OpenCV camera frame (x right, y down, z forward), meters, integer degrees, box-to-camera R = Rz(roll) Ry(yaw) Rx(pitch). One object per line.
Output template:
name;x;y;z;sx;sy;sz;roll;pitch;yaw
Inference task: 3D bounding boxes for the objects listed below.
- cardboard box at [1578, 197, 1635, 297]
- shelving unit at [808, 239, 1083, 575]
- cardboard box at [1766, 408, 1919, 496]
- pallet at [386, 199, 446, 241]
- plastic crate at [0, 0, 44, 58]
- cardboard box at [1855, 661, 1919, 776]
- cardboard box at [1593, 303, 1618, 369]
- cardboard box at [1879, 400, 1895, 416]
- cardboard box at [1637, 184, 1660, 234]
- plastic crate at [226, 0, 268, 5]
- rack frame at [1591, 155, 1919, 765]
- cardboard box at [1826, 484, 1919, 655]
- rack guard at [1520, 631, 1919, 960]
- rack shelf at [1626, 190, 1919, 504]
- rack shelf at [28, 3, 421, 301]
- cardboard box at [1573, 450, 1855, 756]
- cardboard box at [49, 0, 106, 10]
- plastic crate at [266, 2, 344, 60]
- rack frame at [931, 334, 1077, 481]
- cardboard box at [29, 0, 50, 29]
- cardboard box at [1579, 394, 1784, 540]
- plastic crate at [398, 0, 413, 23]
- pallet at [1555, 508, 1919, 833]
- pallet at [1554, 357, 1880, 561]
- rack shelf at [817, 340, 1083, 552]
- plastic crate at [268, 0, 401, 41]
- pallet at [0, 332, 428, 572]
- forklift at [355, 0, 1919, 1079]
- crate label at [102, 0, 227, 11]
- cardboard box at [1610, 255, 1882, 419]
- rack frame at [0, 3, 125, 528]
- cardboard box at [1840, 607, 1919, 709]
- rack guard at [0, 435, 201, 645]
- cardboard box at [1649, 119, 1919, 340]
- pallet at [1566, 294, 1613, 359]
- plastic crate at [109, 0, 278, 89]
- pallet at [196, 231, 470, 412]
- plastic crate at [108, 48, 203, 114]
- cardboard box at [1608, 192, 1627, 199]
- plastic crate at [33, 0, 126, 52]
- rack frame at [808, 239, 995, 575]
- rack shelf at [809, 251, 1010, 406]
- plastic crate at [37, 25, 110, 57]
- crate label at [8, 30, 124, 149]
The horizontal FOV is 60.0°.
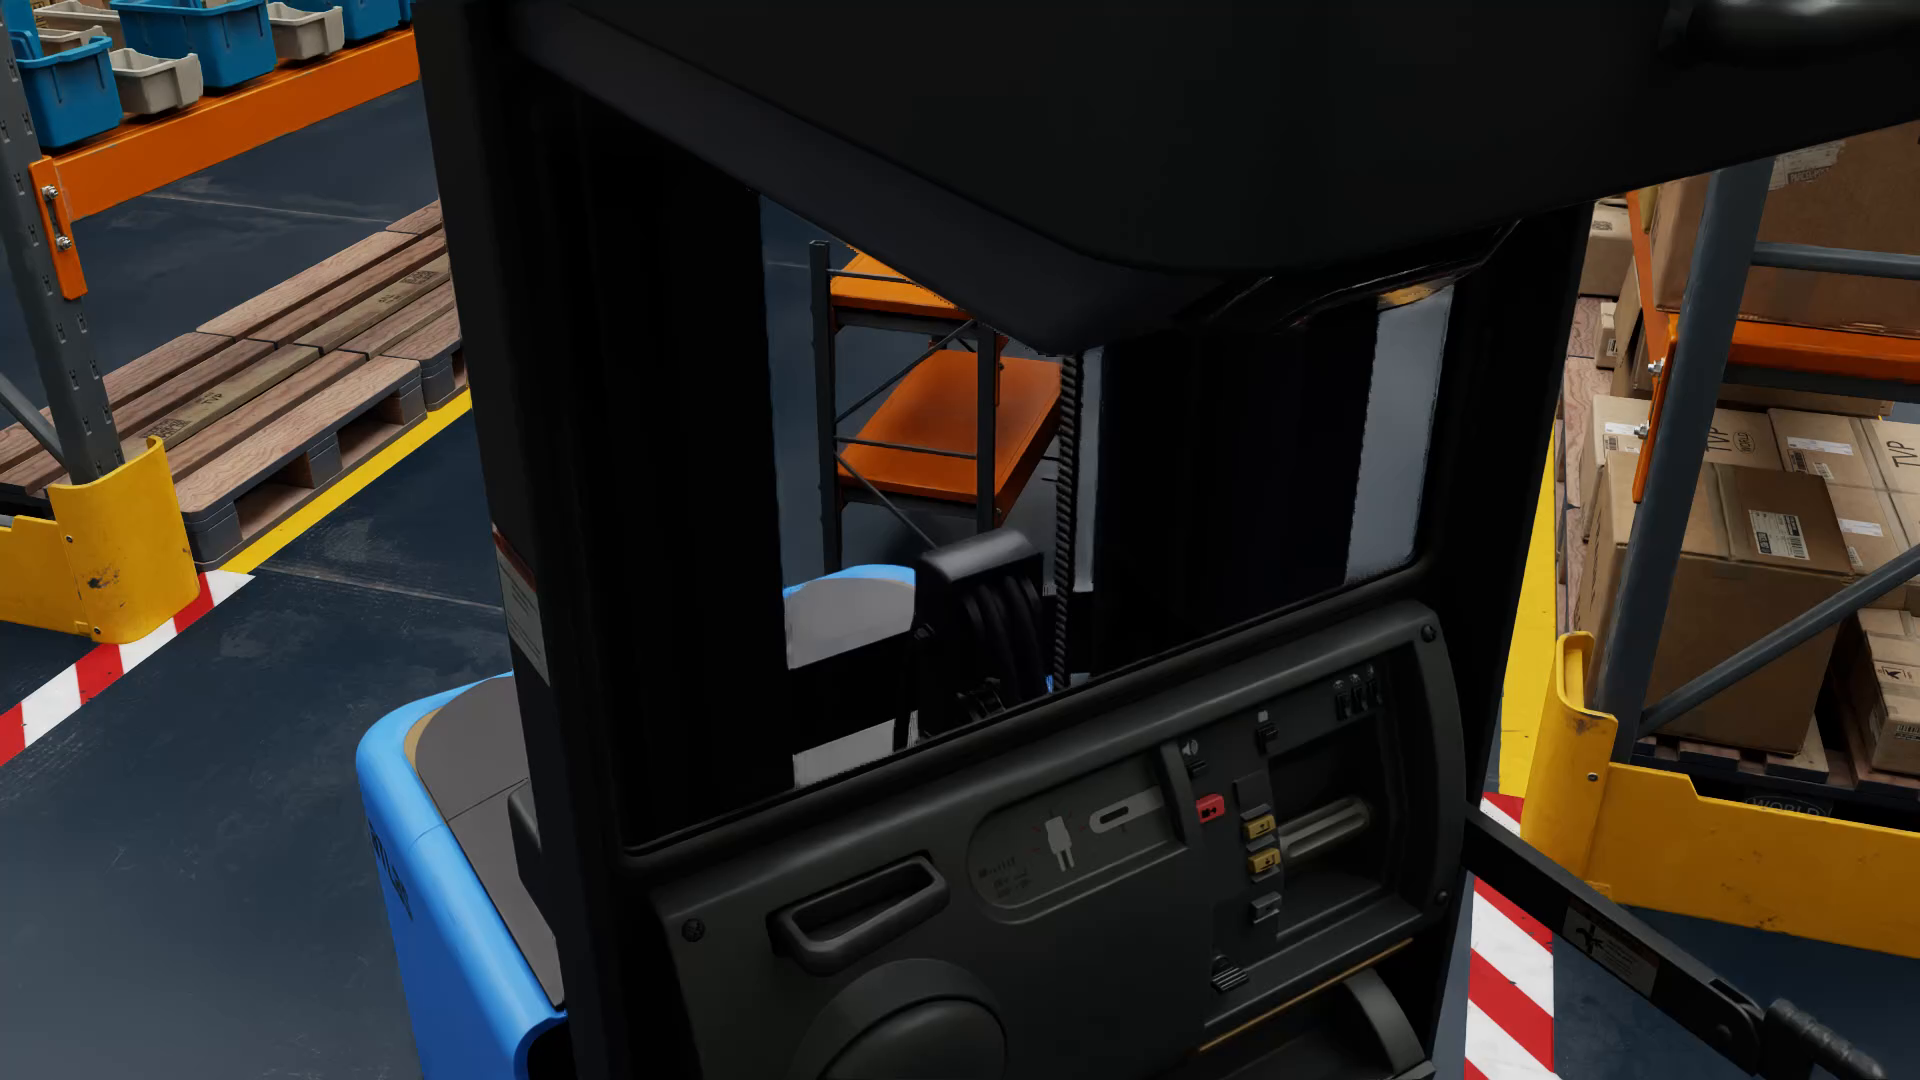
cardboard box;2.716;-1.185;6.608;0.500;0.311;0.500;8;30;15
shelving unit;-0.002;-0.488;4.971;0.538;1.125;1.048;8;30;15
cardboard box;2.596;-0.141;4.793;0.500;0.250;0.500;8;30;15
pallet;-1.867;-1.475;7.683;1.003;0.211;1.213;8;30;15
plastic crate;-2.942;-1.405;4.593;0.616;0.435;0.499;8;30;15
cardboard box;2.323;0.435;3.862;0.380;0.149;0.250;8;30;15
cardboard box;2.472;-0.718;5.918;0.380;0.166;0.250;8;30;15
cardboard box;2.930;-0.695;5.728;0.500;0.311;0.500;8;30;15
cardboard box;1.892;-1.005;3.869;0.500;0.500;0.500;9;30;15
plastic crate;-2.569;-1.903;5.795;0.298;0.136;0.250;8;30;15
rack frame;1.872;-0.473;3.015;1.000;3.000;0.127;8;30;15
cardboard box;2.449;0.092;4.375;0.500;0.250;0.500;8;30;15
rack guard;1.894;0.584;3.686;1.175;0.500;0.348;8;30;15
rack shelf;2.459;-1.088;4.860;1.077;0.370;4.000;8;30;15
rack shelf;-2.275;-1.797;6.134;1.077;0.370;4.000;8;30;15
cardboard box;1.796;0.139;4.033;0.500;0.500;0.500;8;30;15
cardboard box;-5.993;-3.718;10.601;1.225;0.875;0.875;7;30;13
plastic crate;-2.103;-1.613;5.273;0.250;0.136;0.298;8;30;15
rack frame;0.147;-0.725;5.396;0.500;1.125;0.032;8;30;15
cardboard box;-6.254;-3.302;9.854;1.225;0.875;0.875;9;30;15
cardboard box;2.104;-0.189;4.879;0.500;0.250;0.500;8;30;15
plastic crate;-2.000;-1.954;5.787;0.416;0.233;0.300;8;30;15
pallet;2.127;0.340;4.422;1.003;0.211;1.213;8;30;15
pallet;2.487;-0.225;5.438;1.003;0.211;1.213;8;30;15
rack shelf;-0.002;-0.275;5.090;0.538;0.278;1.000;8;30;15
plastic crate;-2.088;-1.814;5.536;0.416;0.233;0.300;8;30;15
pallet;-2.583;-0.341;5.645;1.003;0.211;1.213;8;30;15
forklift;0.273;0.407;1.504;1.130;2.935;3.031;-17;33;-28
crate label;-2.639;-1.763;5.543;0.396;0.136;0.243;8;30;15
cardboard box;2.499;-0.559;5.285;0.797;0.503;0.637;8;30;15
rack frame;-2.862;-1.181;4.288;1.000;3.000;0.127;8;30;15
cardboard box;2.397;0.311;4.067;0.380;0.166;0.250;8;30;15
rack guard;-2.857;-0.076;4.873;1.175;0.500;0.348;8;30;15
cardboard box;1.743;-0.764;3.434;0.500;0.500;0.500;9;30;16
pallet;2.844;-0.794;6.461;1.003;0.211;1.213;8;30;15
plastic crate;-2.282;-1.508;4.986;0.416;0.233;0.300;8;30;15
pallet;-2.223;-0.906;6.661;1.003;0.211;1.213;8;30;15
plastic crate;-2.302;-1.297;4.706;0.250;0.136;0.298;8;30;15
cardboard box;2.917;-1.702;7.343;0.500;0.500;0.500;8;30;15
plastic crate;-2.697;-1.630;5.304;0.396;0.136;0.243;8;30;15
rack frame;-0.151;-0.252;4.546;0.500;1.125;0.032;8;30;15
rack shelf;-0.002;-0.744;4.829;0.538;0.278;1.000;8;30;15
plastic crate;-2.796;-1.497;5.065;0.396;0.136;0.243;8;30;15
crate label;-2.475;-1.202;4.436;0.416;0.233;0.303;8;30;15
